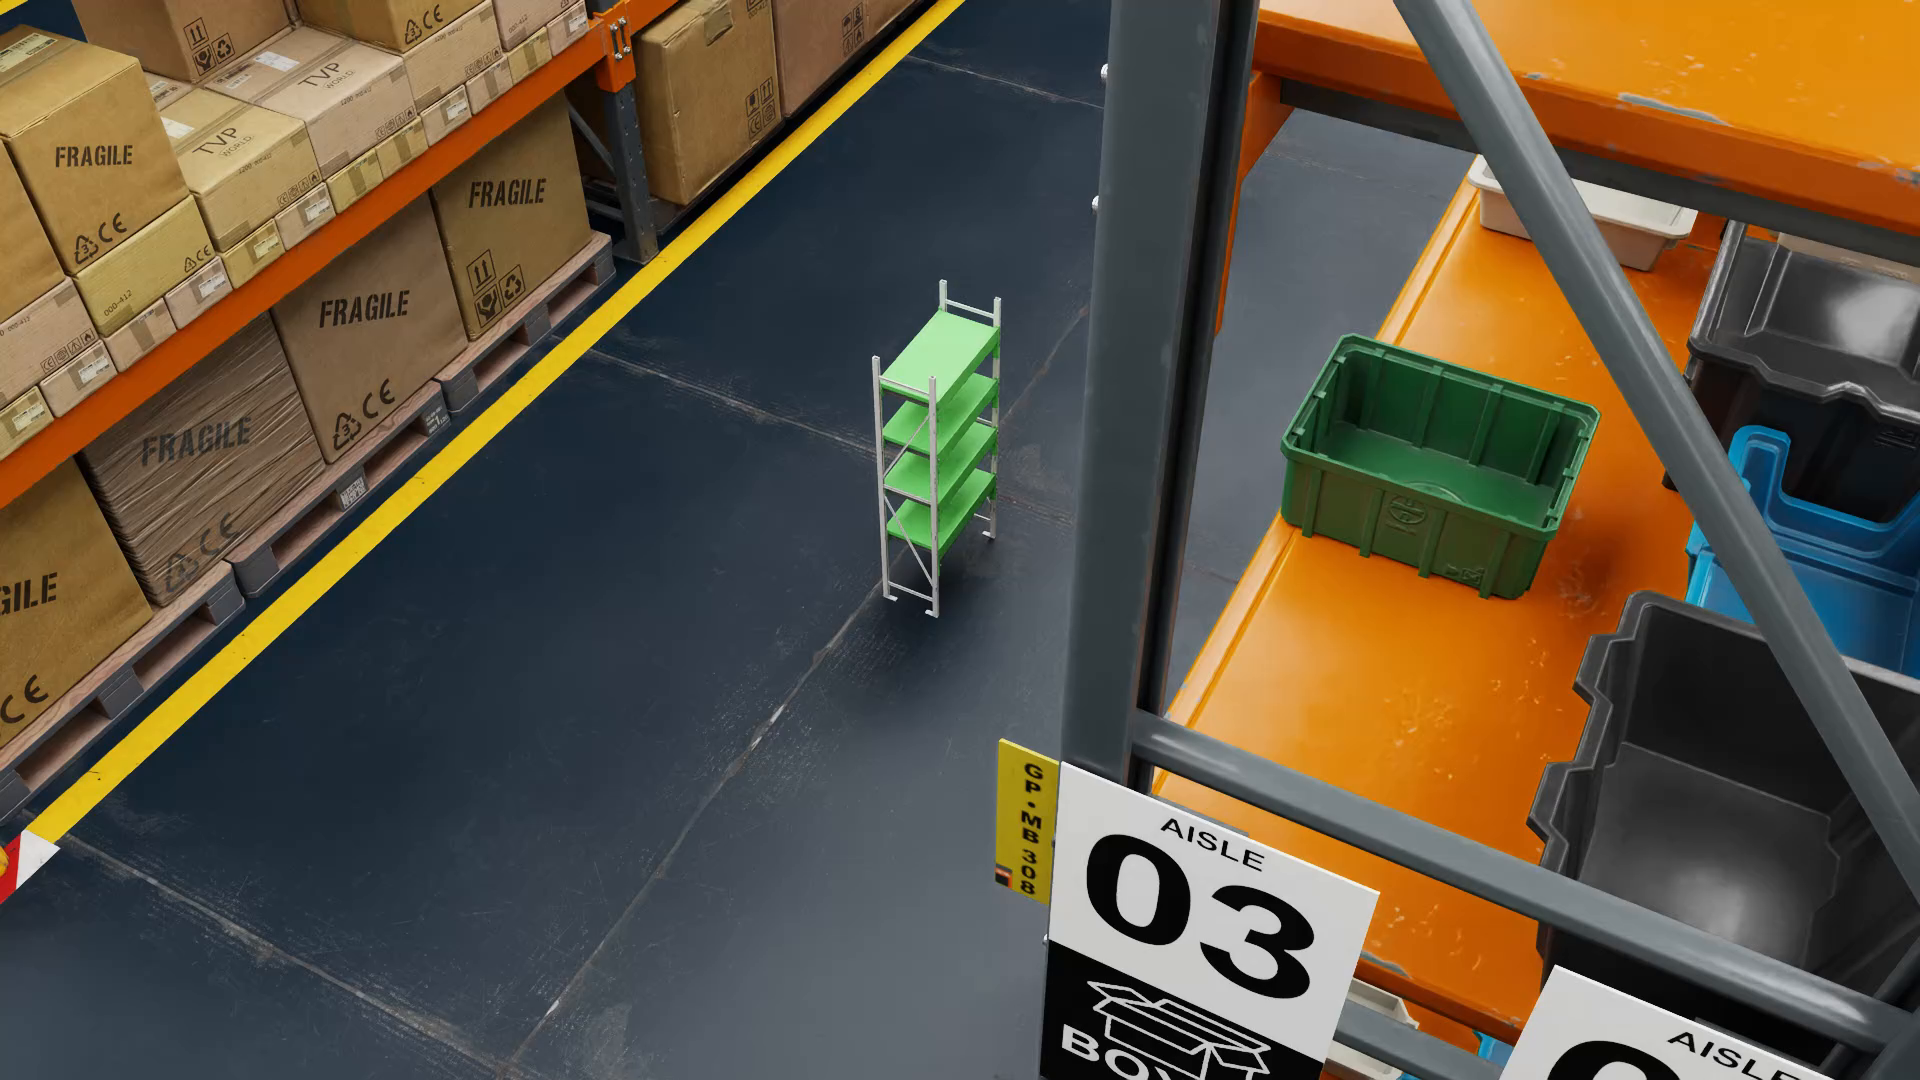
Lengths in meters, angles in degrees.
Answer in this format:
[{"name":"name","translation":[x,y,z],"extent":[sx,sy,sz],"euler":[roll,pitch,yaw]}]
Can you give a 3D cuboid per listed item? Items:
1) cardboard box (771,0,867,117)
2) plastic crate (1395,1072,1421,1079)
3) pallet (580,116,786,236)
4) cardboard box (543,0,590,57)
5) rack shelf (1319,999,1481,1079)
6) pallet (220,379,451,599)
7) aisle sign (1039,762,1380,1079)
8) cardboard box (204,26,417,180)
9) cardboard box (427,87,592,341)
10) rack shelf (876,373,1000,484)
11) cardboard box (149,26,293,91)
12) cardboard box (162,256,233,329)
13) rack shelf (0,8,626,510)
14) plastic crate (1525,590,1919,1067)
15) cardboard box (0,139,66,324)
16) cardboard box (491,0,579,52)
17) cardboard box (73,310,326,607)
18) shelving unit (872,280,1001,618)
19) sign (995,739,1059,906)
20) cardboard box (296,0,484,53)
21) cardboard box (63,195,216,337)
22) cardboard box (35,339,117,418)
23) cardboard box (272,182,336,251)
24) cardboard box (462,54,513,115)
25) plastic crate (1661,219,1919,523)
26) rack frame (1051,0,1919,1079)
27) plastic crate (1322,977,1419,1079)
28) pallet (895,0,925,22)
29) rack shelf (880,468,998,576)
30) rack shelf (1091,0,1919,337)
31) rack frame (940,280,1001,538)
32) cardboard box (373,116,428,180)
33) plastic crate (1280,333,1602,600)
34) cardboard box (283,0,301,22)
[{"name":"cardboard box","translation":[-1.247,-2.955,8.760],"extent":[1.225,0.875,0.875],"euler":[19,48,18]},{"name":"plastic crate","translation":[0.580,1.268,3.321],"extent":[0.616,0.435,0.499],"euler":[20,49,19]},{"name":"pallet","translation":[-1.649,-2.112,8.689],"extent":[1.003,0.211,1.213],"euler":[20,49,19]},{"name":"cardboard box","translation":[-1.792,-2.192,6.984],"extent":[0.380,0.149,0.250],"euler":[21,49,19]},{"name":"rack shelf","translation":[1.518,0.567,4.586],"extent":[1.077,0.370,4.000],"euler":[20,49,19]},{"name":"pallet","translation":[-2.928,-0.376,6.973],"extent":[1.003,0.211,1.213],"euler":[20,49,19]},{"name":"aisle sign","translation":[0.297,0.609,2.211],"extent":[0.394,0.787,0.004],"euler":[20,49,19]},{"name":"cardboard box","translation":[-2.388,-1.620,6.138],"extent":[0.500,0.250,0.500],"euler":[21,49,20]},{"name":"cardboard box","translation":[-2.318,-1.592,7.413],"extent":[0.875,0.875,0.875],"euler":[20,49,19]},{"name":"rack shelf","translation":[-0.077,-0.441,6.095],"extent":[0.258,0.148,0.480],"euler":[20,49,19]},{"name":"cardboard box","translation":[-2.861,-1.783,6.300],"extent":[0.500,0.250,0.500],"euler":[22,49,20]},{"name":"cardboard box","translation":[-2.746,-0.898,5.705],"extent":[0.380,0.149,0.250],"euler":[20,49,19]},{"name":"rack shelf","translation":[-2.869,-1.068,6.203],"extent":[1.077,0.370,4.000],"euler":[20,49,19]},{"name":"plastic crate","translation":[1.015,0.415,2.214],"extent":[0.497,0.269,0.590],"euler":[20,49,19]},{"name":"cardboard box","translation":[-3.103,-0.905,4.904],"extent":[0.500,0.500,0.500],"euler":[19,48,18]},{"name":"cardboard box","translation":[-1.913,-2.268,6.779],"extent":[0.500,0.250,0.500],"euler":[20,49,18]},{"name":"cardboard box","translation":[-3.149,-0.465,6.299],"extent":[0.875,0.875,0.875],"euler":[20,49,19]},{"name":"shelving unit","translation":[-0.077,-0.317,6.220],"extent":[0.258,1.200,0.503],"euler":[20,49,19]},{"name":"sign","translation":[0.095,0.385,2.225],"extent":[0.100,0.325,0.005],"euler":[20,49,19]},{"name":"cardboard box","translation":[-2.153,-2.204,6.189],"extent":[0.500,0.500,0.500],"euler":[21,49,19]},{"name":"cardboard box","translation":[-2.864,-0.971,5.497],"extent":[0.500,0.250,0.500],"euler":[19,48,18]},{"name":"cardboard box","translation":[-2.984,-0.576,5.387],"extent":[0.380,0.149,0.250],"euler":[20,49,18]},{"name":"cardboard box","translation":[-2.507,-1.223,6.026],"extent":[0.380,0.149,0.250],"euler":[21,49,20]},{"name":"cardboard box","translation":[-2.031,-1.869,6.664],"extent":[0.380,0.149,0.250],"euler":[20,49,18]},{"name":"plastic crate","translation":[1.542,-0.330,2.902],"extent":[0.504,0.338,0.767],"euler":[20,49,19]},{"name":"rack frame","translation":[0.590,-0.535,0.951],"extent":[1.000,3.000,0.127],"euler":[20,49,19]},{"name":"plastic crate","translation":[0.808,1.072,3.724],"extent":[0.396,0.136,0.243],"euler":[20,49,19]},{"name":"pallet","translation":[-0.516,-3.649,10.208],"extent":[1.003,0.211,1.213],"euler":[20,49,19]},{"name":"rack shelf","translation":[-0.077,-0.104,6.436],"extent":[0.258,0.148,0.480],"euler":[20,49,19]},{"name":"rack shelf","translation":[1.518,-1.401,2.595],"extent":[1.077,0.370,4.000],"euler":[20,49,19]},{"name":"rack frame","translation":[0.036,-0.471,6.372],"extent":[0.240,1.200,0.015],"euler":[20,49,19]},{"name":"cardboard box","translation":[-2.269,-1.544,6.344],"extent":[0.380,0.149,0.250],"euler":[21,49,20]},{"name":"plastic crate","translation":[0.795,-0.121,2.801],"extent":[0.450,0.188,0.336],"euler":[20,49,19]},{"name":"cardboard box","translation":[-2.625,-2.371,6.354],"extent":[0.500,0.500,0.500],"euler":[20,49,19]}]
